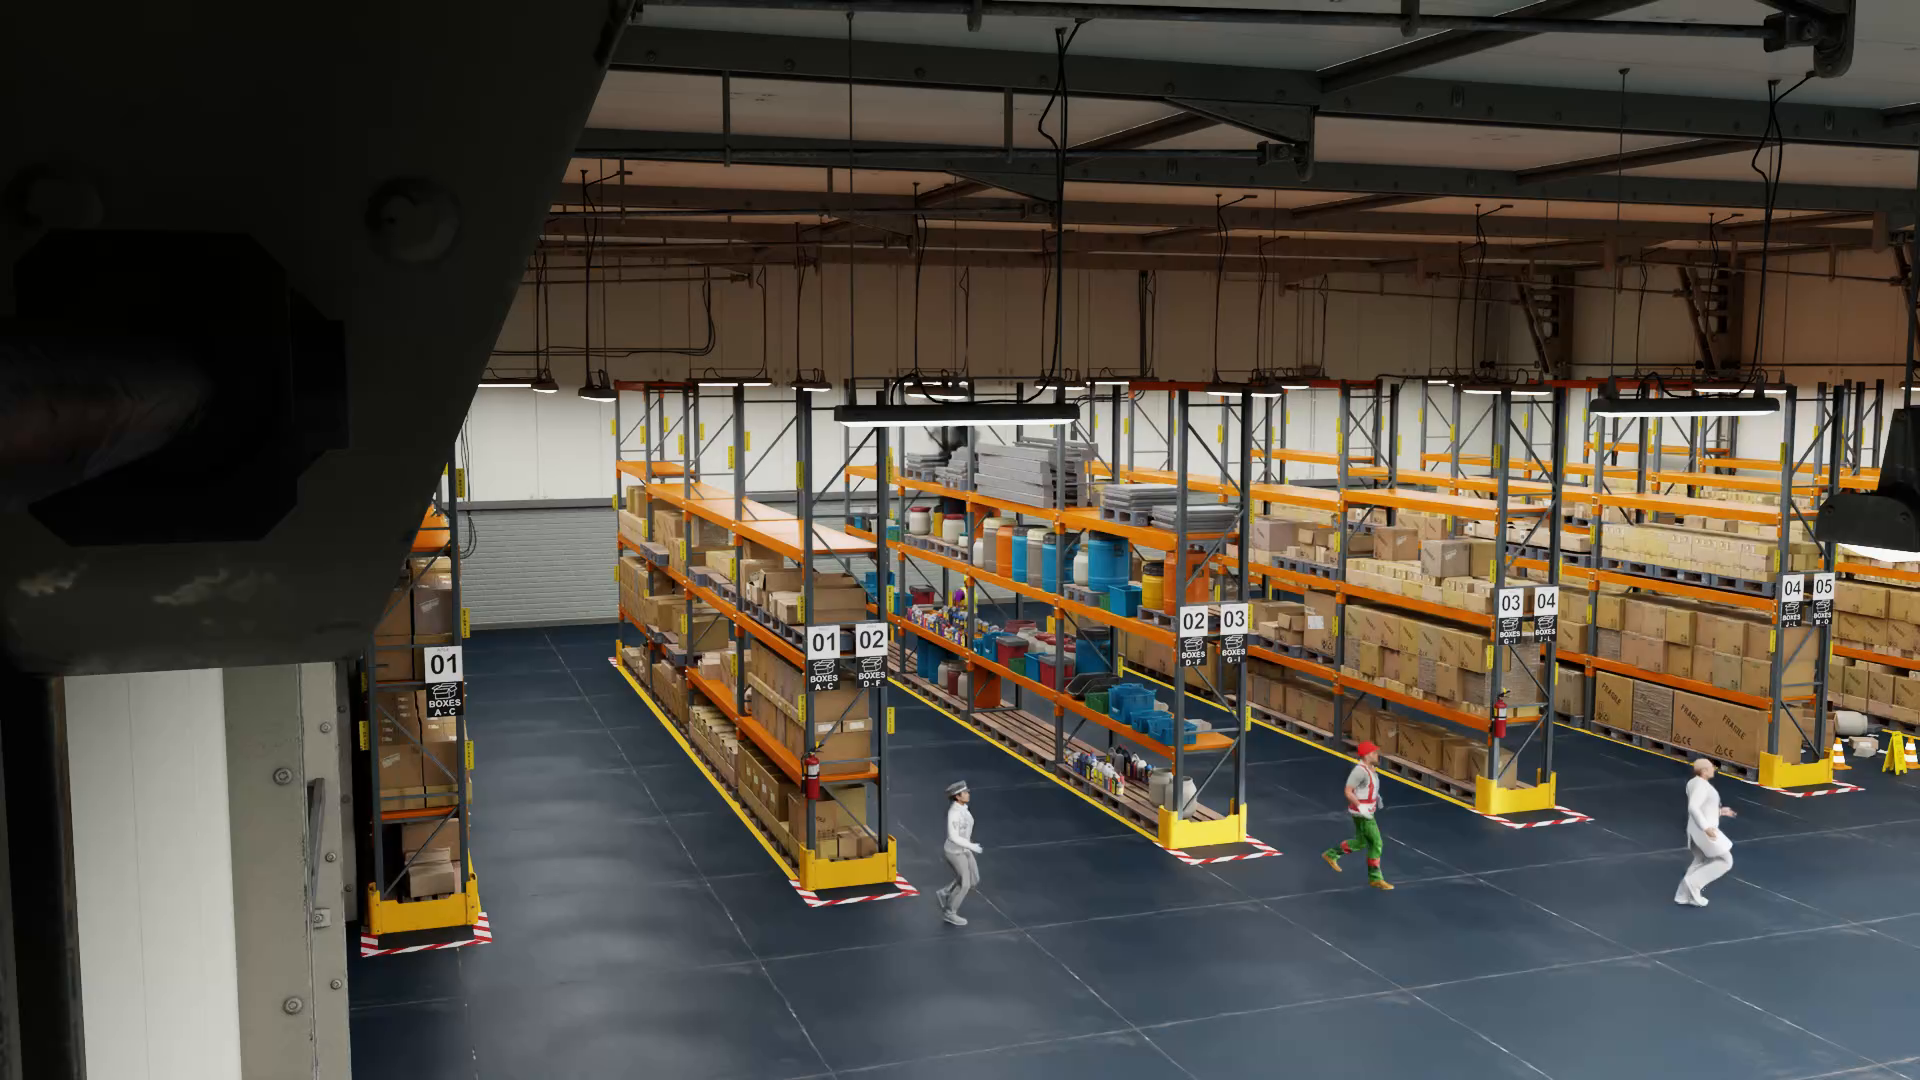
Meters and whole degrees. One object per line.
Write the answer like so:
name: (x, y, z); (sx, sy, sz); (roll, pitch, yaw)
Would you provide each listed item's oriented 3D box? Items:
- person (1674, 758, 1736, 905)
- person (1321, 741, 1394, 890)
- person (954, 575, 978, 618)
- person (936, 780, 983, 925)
person: (8.721, 3.412, 19.396); (0.656, 1.742, 0.692); (1, 6, 6)
person: (4.847, 3.309, 20.193); (0.888, 1.785, 0.661); (3, 7, 24)
person: (0.189, 1.635, 36.269); (0.692, 1.770, 0.688); (-4, 7, -30)
person: (-0.001, 3.525, 18.855); (0.568, 1.663, 0.654); (1, 6, 10)
